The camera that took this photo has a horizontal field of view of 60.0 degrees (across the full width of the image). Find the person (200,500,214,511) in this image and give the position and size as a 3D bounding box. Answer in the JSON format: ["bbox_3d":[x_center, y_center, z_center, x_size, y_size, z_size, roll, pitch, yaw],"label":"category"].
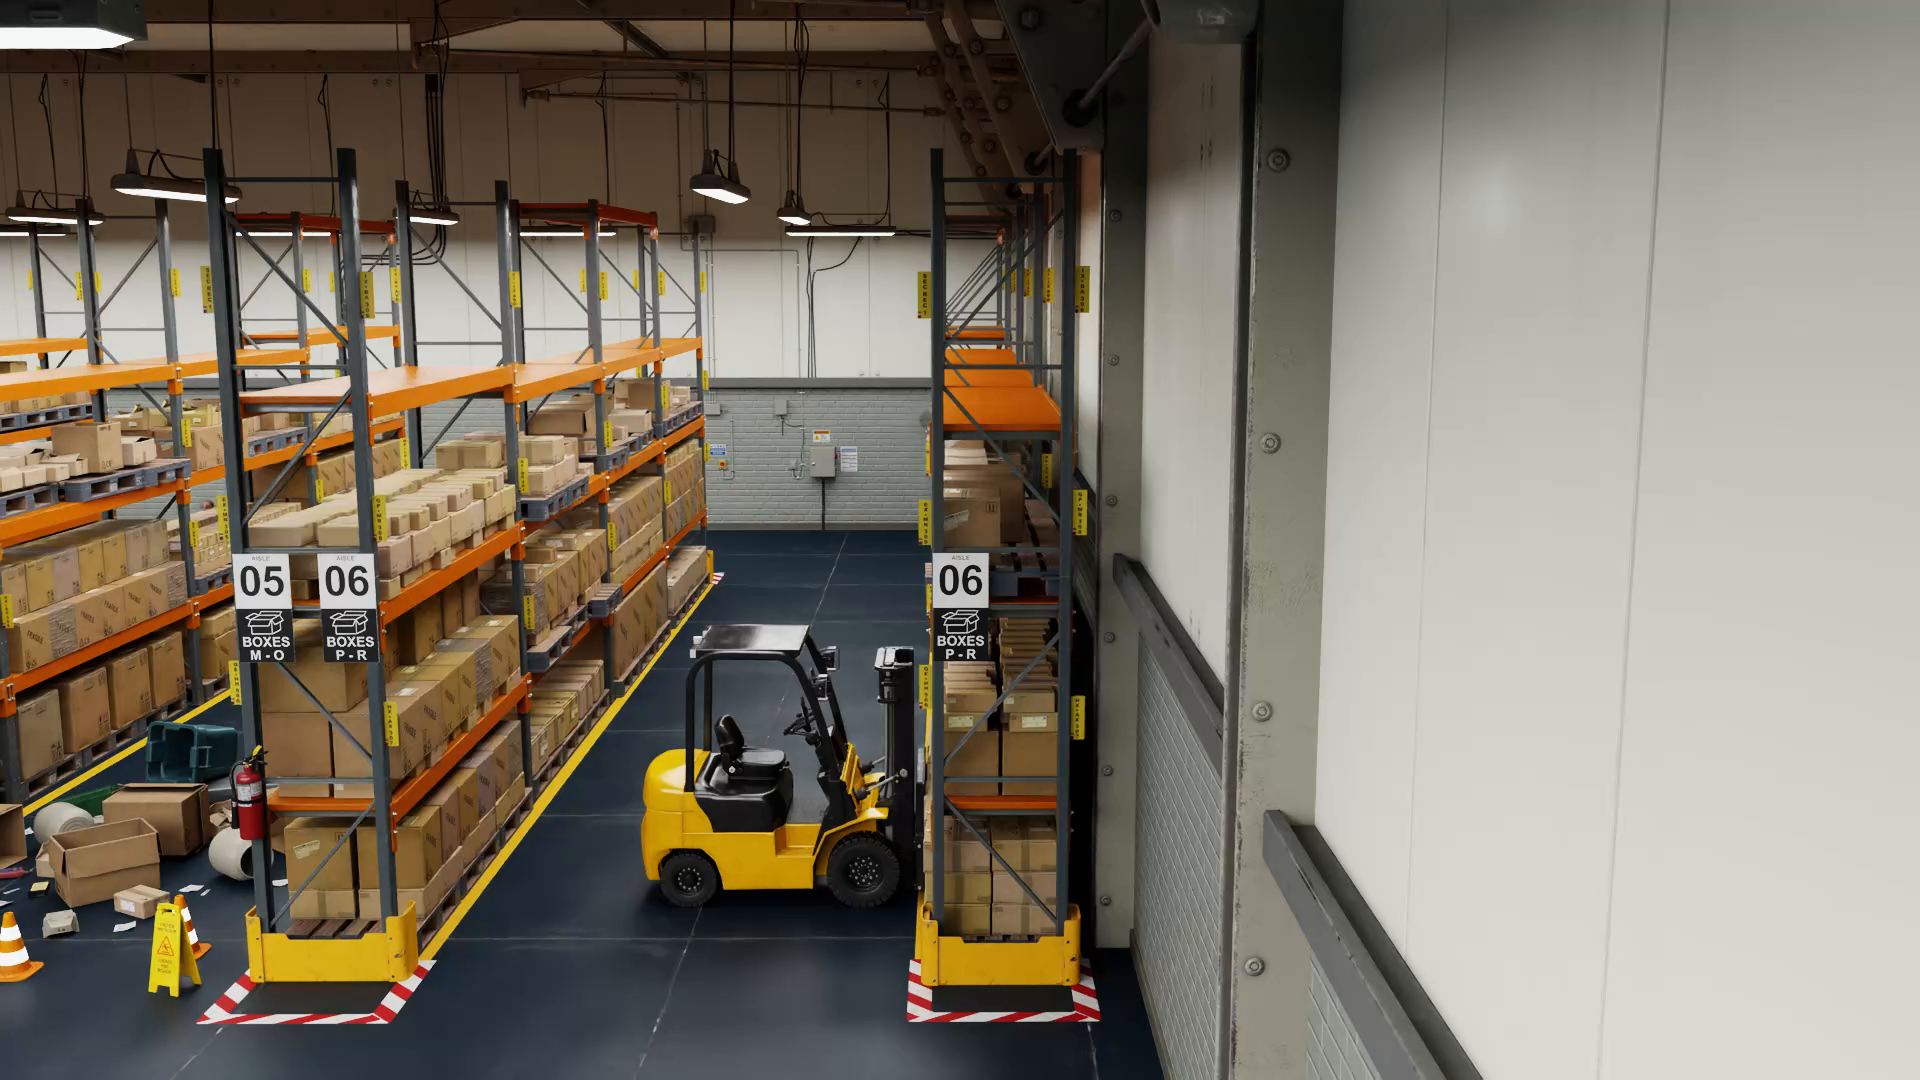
[{"bbox_3d":[-11.415,0.267,25.311,0.646,1.769,0.873,-1,9,-5],"label":"person"}]
